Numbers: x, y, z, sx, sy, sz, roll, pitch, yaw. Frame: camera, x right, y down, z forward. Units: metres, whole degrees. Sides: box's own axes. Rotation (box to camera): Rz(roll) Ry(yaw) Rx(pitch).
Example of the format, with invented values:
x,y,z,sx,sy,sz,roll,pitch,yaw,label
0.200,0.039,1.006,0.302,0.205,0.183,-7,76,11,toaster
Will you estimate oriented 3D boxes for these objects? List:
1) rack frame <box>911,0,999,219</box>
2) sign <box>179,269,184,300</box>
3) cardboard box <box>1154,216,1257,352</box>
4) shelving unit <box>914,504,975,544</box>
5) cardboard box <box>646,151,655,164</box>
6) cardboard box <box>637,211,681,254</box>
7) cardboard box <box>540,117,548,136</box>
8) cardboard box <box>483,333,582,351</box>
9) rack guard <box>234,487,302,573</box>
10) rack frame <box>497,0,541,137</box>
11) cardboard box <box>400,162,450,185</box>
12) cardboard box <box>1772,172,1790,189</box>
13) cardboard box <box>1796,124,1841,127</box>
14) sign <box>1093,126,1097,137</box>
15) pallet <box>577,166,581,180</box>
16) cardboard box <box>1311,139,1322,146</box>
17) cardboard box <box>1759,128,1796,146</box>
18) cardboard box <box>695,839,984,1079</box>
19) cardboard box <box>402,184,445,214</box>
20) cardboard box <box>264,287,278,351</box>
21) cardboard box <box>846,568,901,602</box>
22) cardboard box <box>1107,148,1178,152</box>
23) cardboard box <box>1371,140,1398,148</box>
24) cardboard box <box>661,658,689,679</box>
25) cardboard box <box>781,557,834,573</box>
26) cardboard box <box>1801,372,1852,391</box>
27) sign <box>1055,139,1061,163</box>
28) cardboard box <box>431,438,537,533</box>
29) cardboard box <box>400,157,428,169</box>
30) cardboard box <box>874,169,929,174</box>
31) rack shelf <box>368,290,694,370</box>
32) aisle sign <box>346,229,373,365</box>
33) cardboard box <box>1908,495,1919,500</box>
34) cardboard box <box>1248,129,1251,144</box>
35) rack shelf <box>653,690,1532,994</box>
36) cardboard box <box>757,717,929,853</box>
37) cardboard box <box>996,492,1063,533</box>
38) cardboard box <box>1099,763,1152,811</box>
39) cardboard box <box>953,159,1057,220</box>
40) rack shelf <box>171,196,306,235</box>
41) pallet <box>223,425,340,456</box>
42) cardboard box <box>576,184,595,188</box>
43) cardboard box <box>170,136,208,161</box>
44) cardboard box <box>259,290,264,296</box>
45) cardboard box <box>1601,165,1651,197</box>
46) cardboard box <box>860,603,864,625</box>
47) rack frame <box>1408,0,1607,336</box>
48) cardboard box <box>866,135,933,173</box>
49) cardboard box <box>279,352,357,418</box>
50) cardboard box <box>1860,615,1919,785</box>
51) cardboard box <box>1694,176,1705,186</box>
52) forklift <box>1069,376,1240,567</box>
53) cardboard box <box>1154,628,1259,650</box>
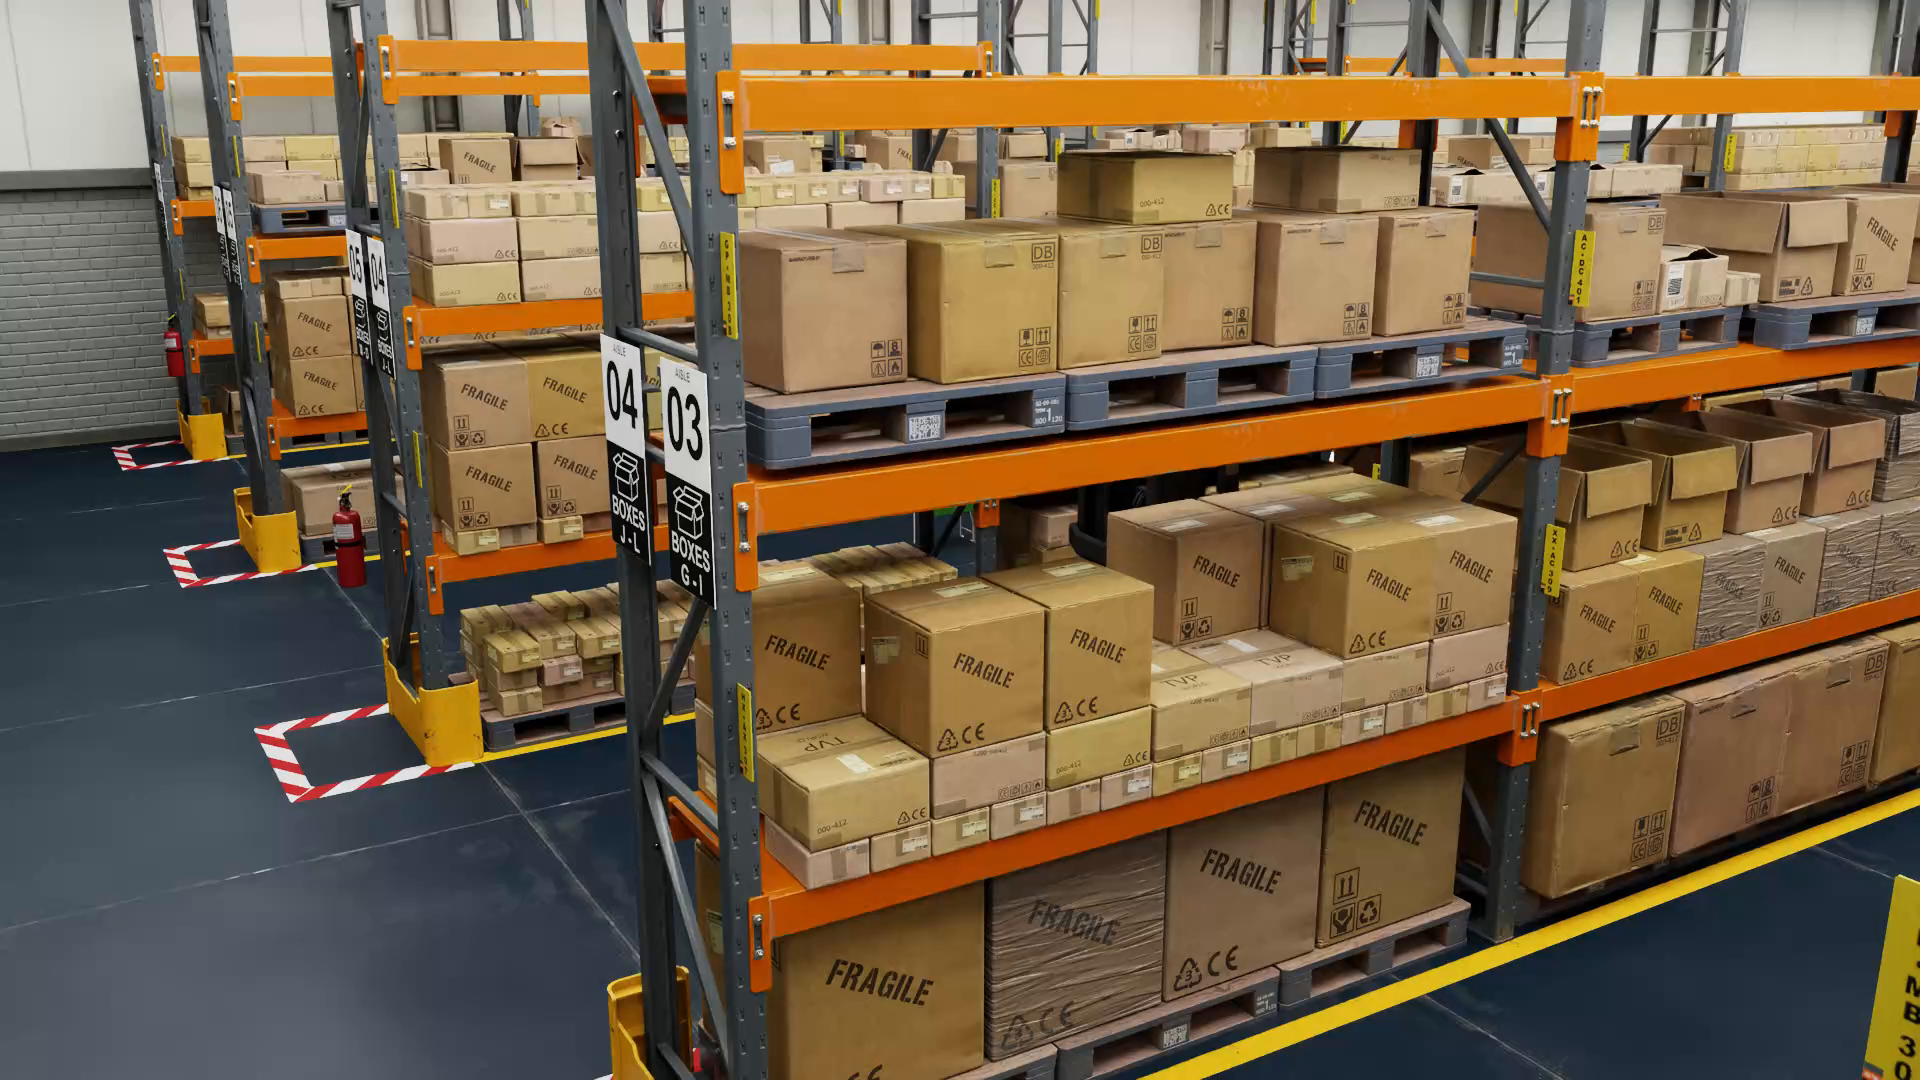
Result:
x,y,z,sx,sy,sz,roll,pitch,yaw,label
-0.044,-3.629,11.524,0.127,3.000,1.000,-9,18,-30,rack frame
-8.389,-2.755,17.916,0.005,0.325,0.100,-9,18,-30,sign
0.799,-1.085,6.858,0.500,0.500,0.700,-8,18,-27,cardboard box
-0.142,-0.555,15.006,0.503,1.200,0.258,-9,18,-30,shelving unit
-3.904,-4.685,20.351,0.250,0.149,0.380,-9,18,-30,cardboard box
-2.077,-1.938,10.401,0.500,0.250,0.500,-9,18,-29,cardboard box
-5.013,-4.994,20.135,0.258,0.266,0.396,-10,18,-31,cardboard box
-2.774,-1.049,10.845,0.500,0.500,0.500,-10,18,-32,cardboard box
-6.129,-0.108,14.711,0.348,0.500,1.175,-9,18,-30,rack guard
-5.240,-5.908,19.654,0.127,3.000,1.000,-9,18,-30,rack frame
-4.800,-3.164,14.623,0.500,0.311,0.500,-9,18,-29,cardboard box
7.736,-3.469,16.012,0.250,0.149,0.380,-9,18,-30,cardboard box
8.920,-4.252,17.329,0.250,0.149,0.380,-10,18,-31,cardboard box
1.906,-5.852,23.471,0.005,0.325,0.100,-9,18,-30,sign
-4.644,-4.448,20.350,1.003,0.211,1.213,-9,18,-30,pallet
4.337,-4.785,20.195,0.250,0.149,0.380,-9,18,-29,cardboard box
7.736,-3.853,15.905,0.250,0.149,0.380,-9,18,-30,cardboard box
-0.498,1.691,6.819,0.875,0.875,0.875,-9,18,-30,cardboard box
-3.339,-2.103,10.251,0.250,0.149,0.380,-9,18,-30,cardboard box
-5.818,-1.967,14.672,0.500,0.500,0.500,-9,18,-28,cardboard box
-0.623,0.334,11.901,0.250,0.149,0.380,-9,18,-30,cardboard box
2.041,-4.140,18.714,0.637,0.503,0.797,-9,18,-30,cardboard box
5.054,-4.737,20.021,0.250,0.149,0.380,-10,18,-32,cardboard box
-2.022,0.828,11.241,0.250,0.149,0.380,-9,18,-30,cardboard box
-1.116,0.256,12.179,0.250,0.149,0.380,-10,18,-31,cardboard box
8.942,-1.355,17.685,0.875,0.875,0.875,-10,18,-31,cardboard box
1.027,-4.029,17.405,0.005,0.325,0.100,-9,18,-30,sign
-2.946,-0.374,10.291,0.500,0.500,0.500,-8,18,-27,cardboard box
-6.409,-4.266,19.082,0.500,0.250,0.500,-9,18,-29,cardboard box
-0.418,-2.561,11.883,0.250,0.149,0.380,-10,18,-31,cardboard box
-1.759,-1.560,11.034,4.000,0.370,1.077,-9,18,-30,rack shelf
-3.690,-1.495,10.210,0.004,0.787,0.394,-9,18,-30,aisle sign
5.557,-0.057,9.710,0.500,0.500,0.500,-9,18,-28,cardboard box
4.275,-6.097,25.170,0.258,0.266,0.396,-9,18,-30,cardboard box
0.709,1.046,7.295,4.000,0.370,1.077,-9,18,-30,rack shelf
-0.455,0.902,6.201,0.500,0.250,0.500,-10,18,-31,cardboard box
0.464,-0.262,13.091,0.500,0.250,0.500,-10,18,-31,cardboard box
0.570,0.946,6.783,0.250,0.149,0.380,-9,18,-30,cardboard box
0.337,-2.462,11.955,0.500,0.500,0.700,-9,18,-30,cardboard box
-6.954,-3.839,19.164,4.000,0.370,1.077,-9,18,-30,rack shelf
-7.920,-1.242,19.291,1.213,0.211,1.003,-9,18,-30,pallet
-2.205,-2.127,10.337,0.250,0.149,0.380,-9,18,-28,cardboard box
-8.431,-4.346,18.439,0.500,0.250,0.500,-10,18,-31,cardboard box
-7.968,-2.731,19.162,0.500,0.250,0.500,-9,18,-30,cardboard box
5.868,-3.252,15.052,0.500,0.250,0.500,-9,18,-30,cardboard box
-0.862,0.498,11.867,0.250,0.149,0.380,-9,18,-29,cardboard box
2.424,-2.467,7.380,0.127,3.000,1.000,-9,18,-30,rack frame
-0.613,-3.810,16.764,0.500,0.500,0.500,-9,18,-29,cardboard box
-5.550,-1.364,14.373,0.500,0.500,0.500,-9,18,-30,cardboard box
5.250,0.777,10.078,0.875,0.875,1.225,-10,19,-32,cardboard box
7.177,-3.586,16.429,0.250,0.149,0.380,-9,18,-29,cardboard box
1.547,-0.154,10.371,3.031,2.935,1.130,-9,18,-28,forklift
1.016,0.496,7.649,0.500,0.250,0.500,-9,18,-28,cardboard box
